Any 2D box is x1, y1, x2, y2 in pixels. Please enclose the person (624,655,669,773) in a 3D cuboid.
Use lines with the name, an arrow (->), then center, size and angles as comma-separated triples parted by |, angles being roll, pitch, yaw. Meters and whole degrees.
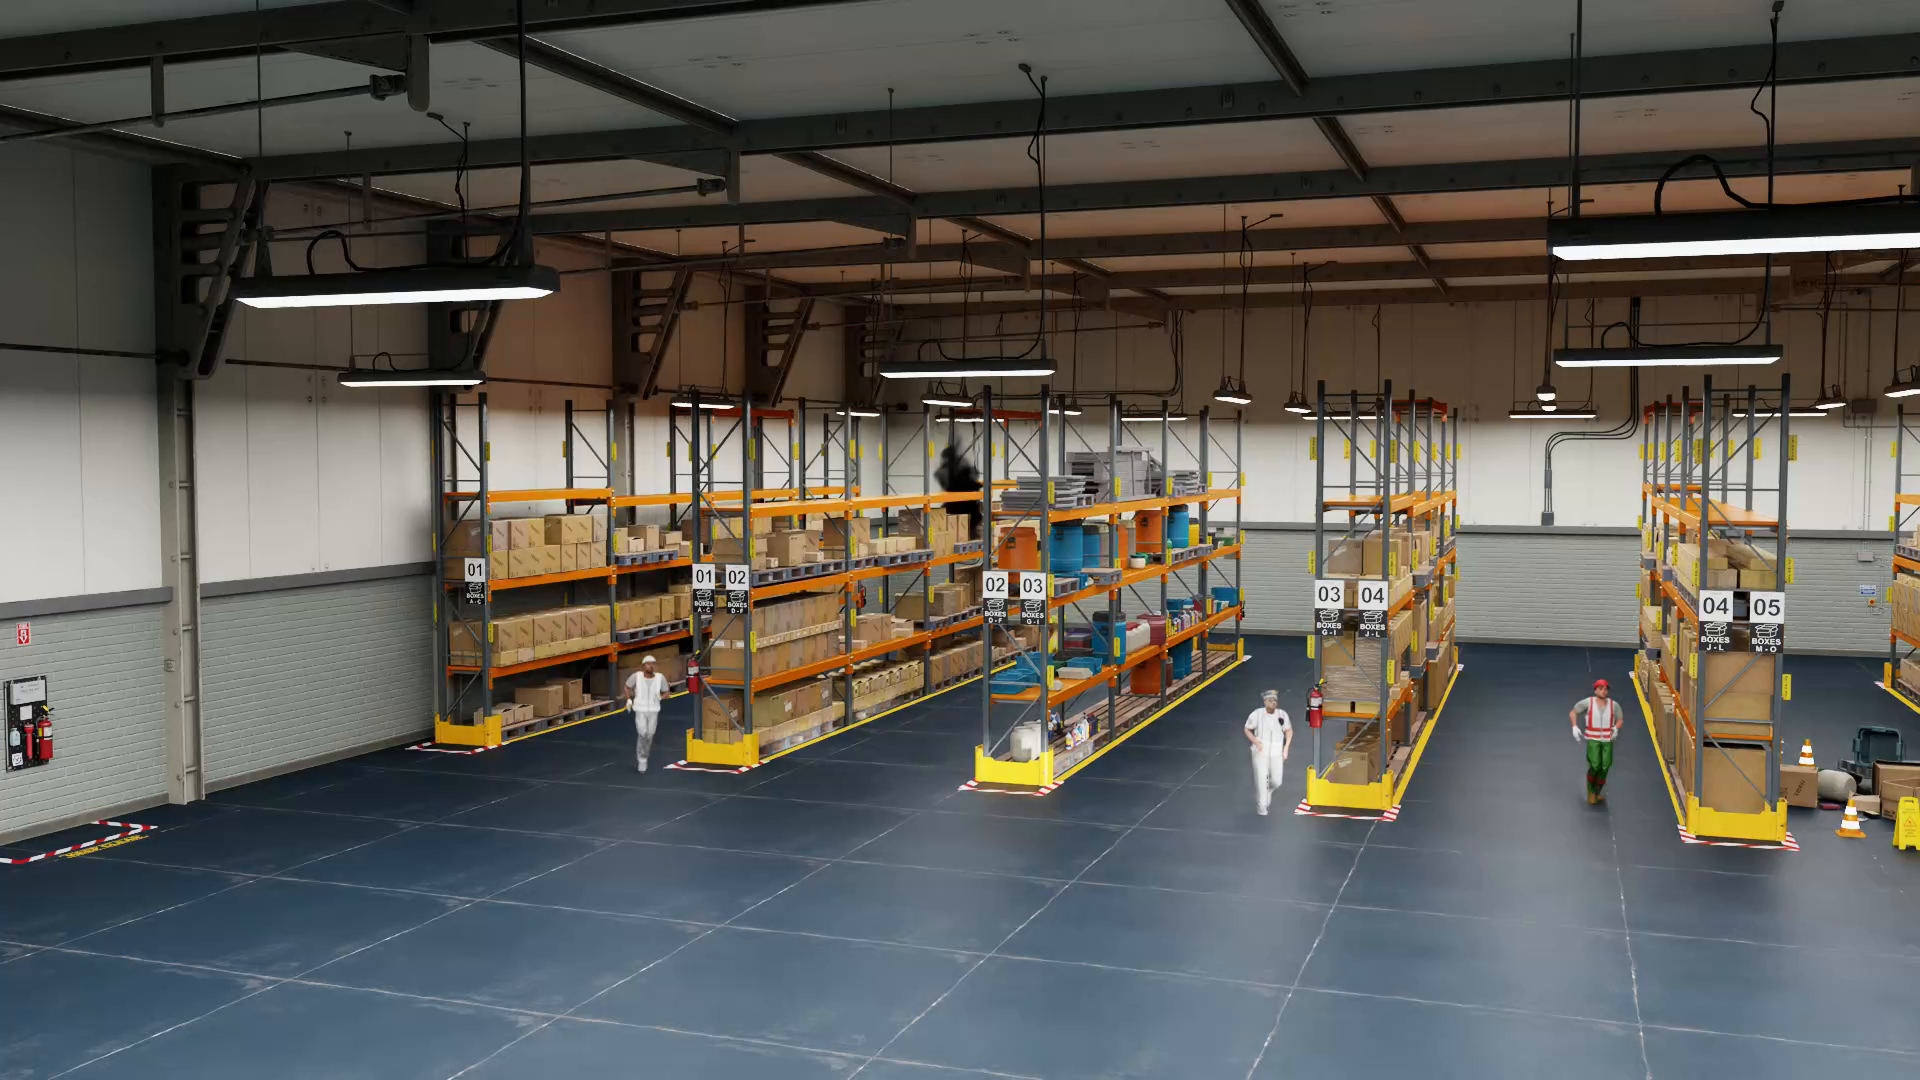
person -> -4.917, 2.720, 26.227 | 0.668, 1.800, 0.657 | -1, 3, -23

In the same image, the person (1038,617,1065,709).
person -> 1.779, 2.409, 32.438 | 0.679, 1.821, 0.761 | 1, 3, 19

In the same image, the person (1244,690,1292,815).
person -> 4.274, 2.926, 22.949 | 0.684, 1.739, 0.565 | 0, 3, -1

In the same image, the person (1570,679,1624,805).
person -> 9.067, 2.873, 23.602 | 0.692, 1.795, 0.616 | 0, 3, 8
